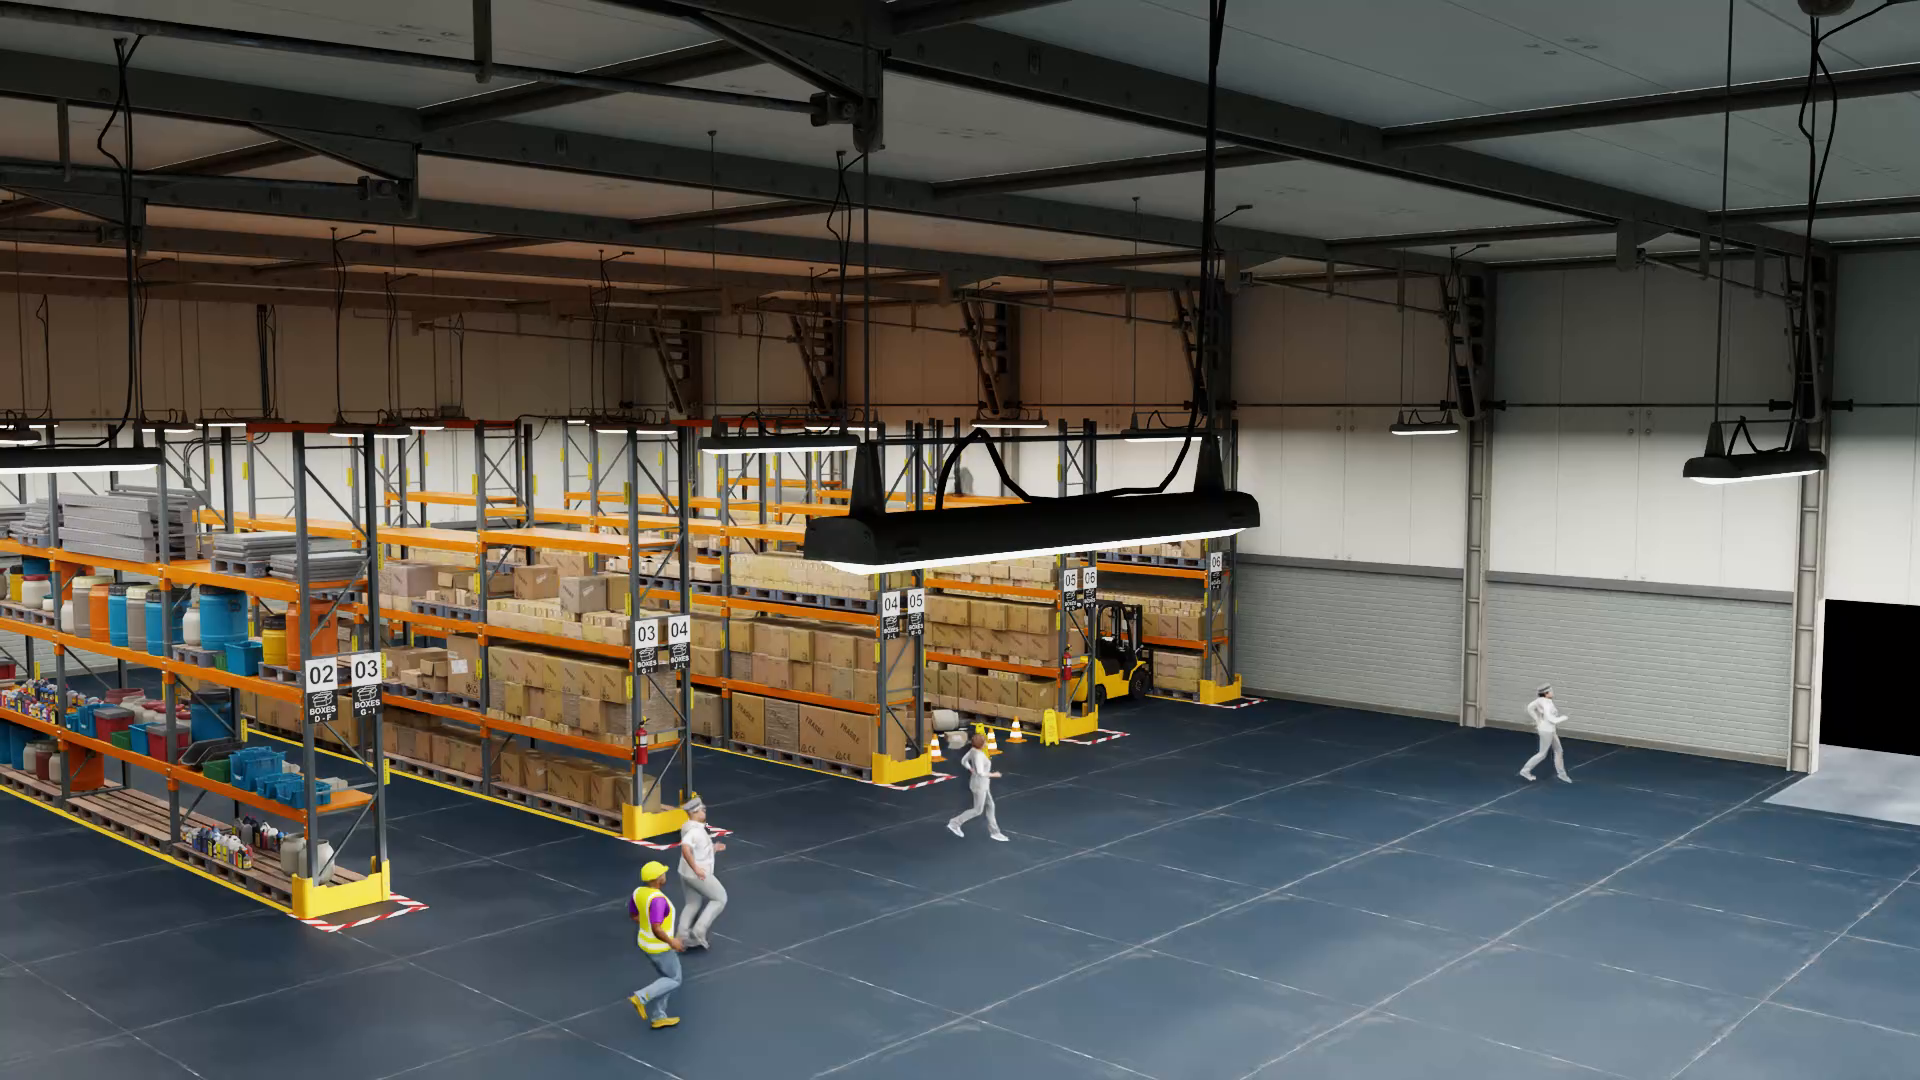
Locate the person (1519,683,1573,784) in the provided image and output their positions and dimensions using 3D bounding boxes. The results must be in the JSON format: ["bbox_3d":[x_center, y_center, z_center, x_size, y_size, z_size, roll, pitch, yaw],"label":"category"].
[{"bbox_3d":[9.812,3.224,27.785,0.896,1.714,0.622,1,5,10],"label":"person"}]

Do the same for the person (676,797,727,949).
[{"bbox_3d":[-3.015,3.869,19.338,0.653,1.773,0.652,-3,5,-30],"label":"person"}]

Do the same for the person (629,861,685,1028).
[{"bbox_3d":[-3.110,4.100,16.821,0.589,1.720,0.702,-3,6,-34],"label":"person"}]

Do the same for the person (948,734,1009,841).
[{"bbox_3d":[0.263,3.577,23.974,0.900,1.591,0.553,-1,5,-7],"label":"person"}]
